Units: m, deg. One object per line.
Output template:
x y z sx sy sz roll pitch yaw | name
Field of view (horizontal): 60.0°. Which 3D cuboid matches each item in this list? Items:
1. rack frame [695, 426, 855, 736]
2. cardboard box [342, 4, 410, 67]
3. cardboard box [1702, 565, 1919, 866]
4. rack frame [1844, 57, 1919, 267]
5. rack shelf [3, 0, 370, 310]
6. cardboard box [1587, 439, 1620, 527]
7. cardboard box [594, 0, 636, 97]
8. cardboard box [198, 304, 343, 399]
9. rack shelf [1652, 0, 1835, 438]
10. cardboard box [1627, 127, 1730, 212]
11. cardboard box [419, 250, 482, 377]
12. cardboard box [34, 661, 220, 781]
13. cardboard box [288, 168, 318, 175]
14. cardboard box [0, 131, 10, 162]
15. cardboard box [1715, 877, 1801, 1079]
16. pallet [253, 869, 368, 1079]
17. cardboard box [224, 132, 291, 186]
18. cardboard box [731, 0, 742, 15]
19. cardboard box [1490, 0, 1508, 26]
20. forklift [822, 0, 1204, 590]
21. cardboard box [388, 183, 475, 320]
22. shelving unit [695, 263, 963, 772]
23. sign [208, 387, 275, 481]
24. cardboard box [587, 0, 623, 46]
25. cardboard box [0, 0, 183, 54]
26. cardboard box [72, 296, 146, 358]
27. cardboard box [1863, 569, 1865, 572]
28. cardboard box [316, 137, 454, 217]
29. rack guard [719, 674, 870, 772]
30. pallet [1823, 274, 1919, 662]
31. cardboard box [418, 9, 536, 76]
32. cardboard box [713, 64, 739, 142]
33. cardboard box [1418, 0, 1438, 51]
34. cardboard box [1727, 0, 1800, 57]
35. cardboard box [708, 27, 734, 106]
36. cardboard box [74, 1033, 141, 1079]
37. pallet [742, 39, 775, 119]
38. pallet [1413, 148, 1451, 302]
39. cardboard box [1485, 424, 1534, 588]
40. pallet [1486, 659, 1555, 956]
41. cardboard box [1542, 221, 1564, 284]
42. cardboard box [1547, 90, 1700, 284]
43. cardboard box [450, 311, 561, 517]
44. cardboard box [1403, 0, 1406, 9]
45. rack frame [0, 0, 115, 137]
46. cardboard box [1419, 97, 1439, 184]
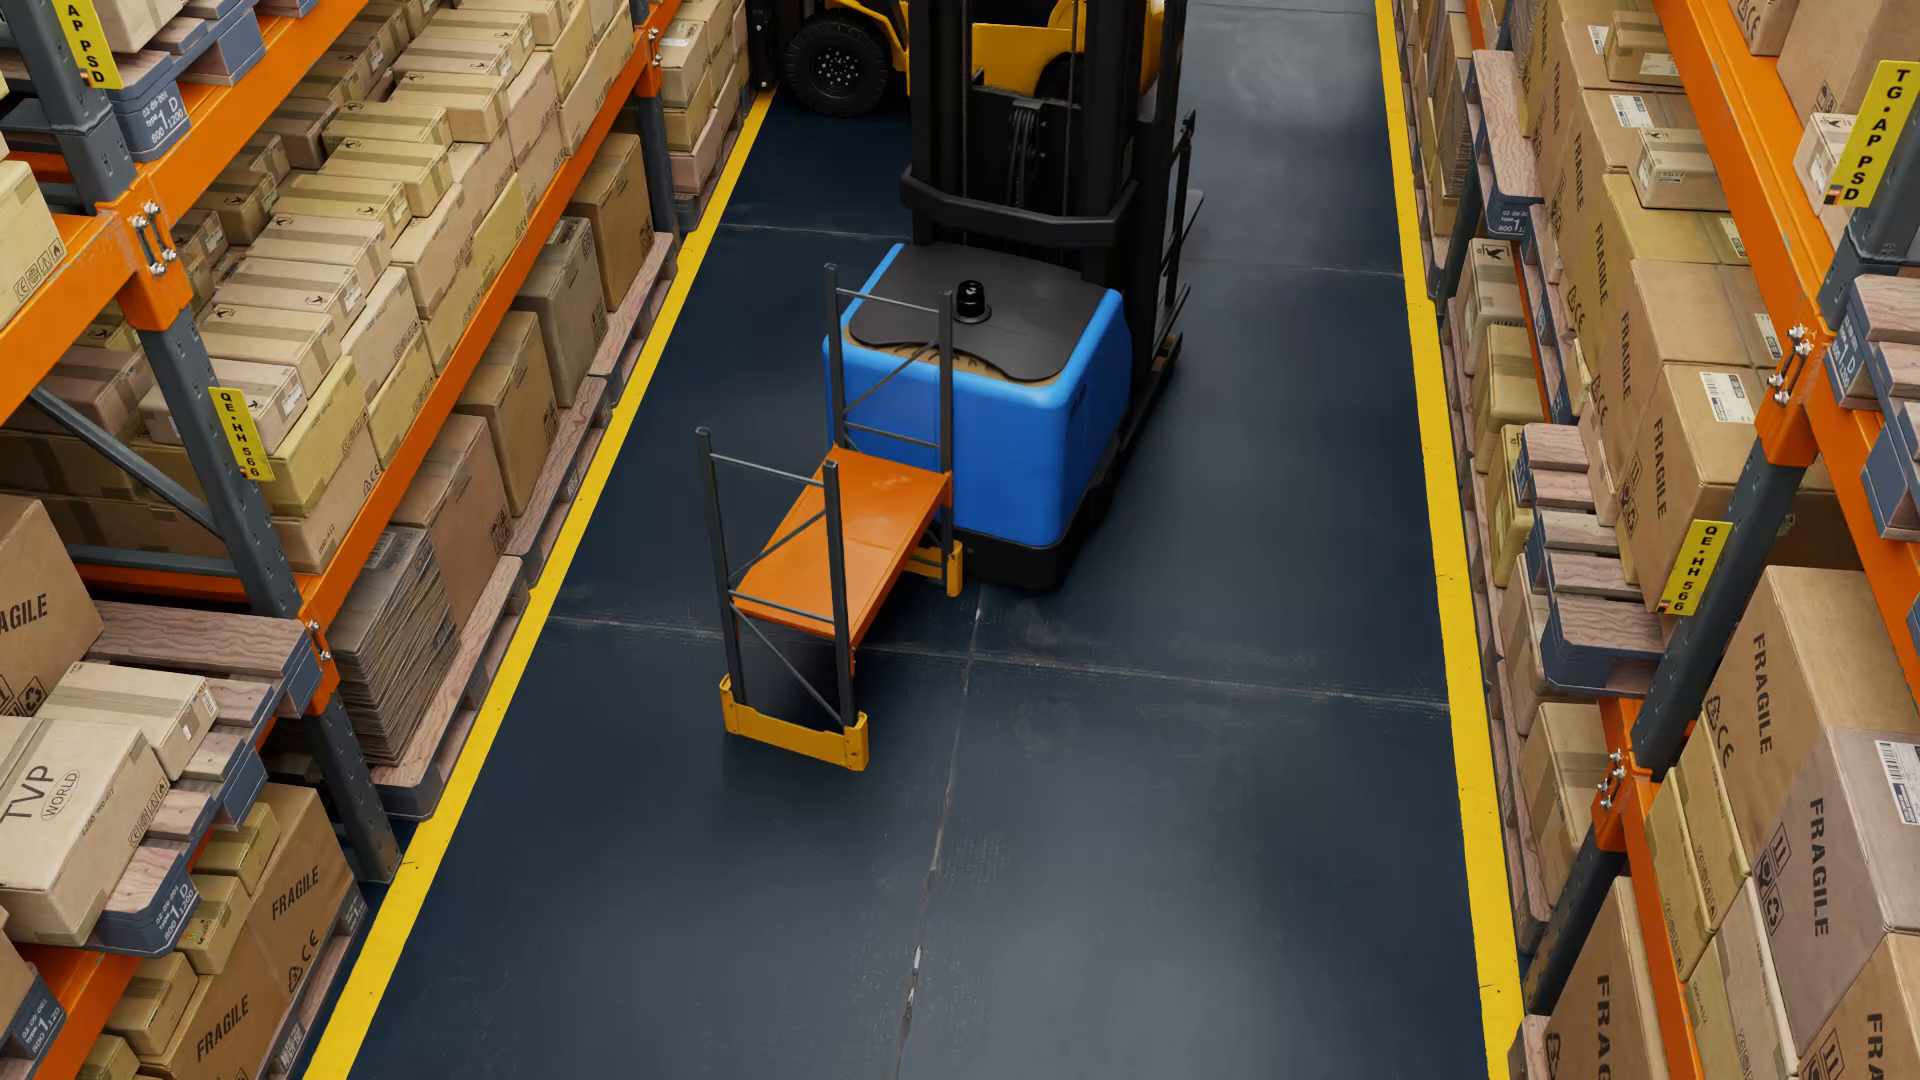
-0.630 0.242 5.903 0.500 1.500 0.032 15 45 15 | rack frame
-2.446 -2.027 6.665 0.380 0.149 0.250 5 44 5 | cardboard box
2.090 0.423 3.822 0.500 0.500 0.500 4 44 4 | cardboard box
2.398 -1.670 2.469 1.000 3.000 0.127 5 44 6 | rack frame
-2.259 -2.132 5.661 1.077 0.370 4.000 5 44 6 | rack shelf
2.160 -0.163 5.118 0.380 0.149 0.250 5 44 5 | cardboard box
-1.802 -2.245 7.548 0.500 0.250 0.500 6 44 6 | cardboard box
-2.155 -0.585 5.142 0.380 0.149 0.250 6 44 6 | cardboard box
2.662 -1.683 5.187 1.077 0.370 4.000 5 44 6 | rack shelf
2.334 -1.165 5.232 0.380 0.149 0.250 3 44 4 | cardboard box
-2.090 -0.860 6.086 0.500 0.250 0.500 4 44 4 | cardboard box
-2.230 0.481 4.438 0.380 0.149 0.250 6 44 6 | cardboard box
-2.530 -1.431 6.325 0.500 0.250 0.500 4 44 5 | cardboard box
-2.331 -0.857 3.610 0.380 0.149 0.250 6 44 6 | cardboard box
2.016 1.056 3.699 0.500 0.250 0.500 6 44 7 | cardboard box
-2.659 1.577 5.431 1.003 0.211 1.213 5 44 6 | pallet
-2.637 -1.334 5.933 0.380 0.149 0.250 5 44 5 | cardboard box
-1.487 -3.173 9.386 0.500 0.250 0.500 7 44 7 | cardboard box
2.739 -2.688 7.618 0.500 0.500 0.500 4 44 4 | cardboard box
0.443 -1.881 7.105 1.130 2.935 3.031 15 45 15 | forklift
-2.068 -1.044 5.916 0.500 0.250 0.500 4 44 4 | cardboard box
-0.451 -0.078 6.242 0.587 1.500 1.083 15 45 15 | shelving unit
-1.984 -0.289 4.589 0.100 0.325 0.005 5 44 6 | sign
-1.806 -2.436 7.386 0.500 0.250 0.500 4 44 5 | cardboard box
-2.176 -1.344 4.098 0.380 0.166 0.250 5 44 5 | cardboard box
-2.757 -0.641 5.201 0.380 0.149 0.250 6 44 7 | cardboard box
2.687 -0.074 4.552 0.500 0.500 0.500 4 44 4 | cardboard box
-2.029 -1.283 5.879 0.380 0.149 0.250 6 44 6 | cardboard box
-0.629 0.695 6.334 0.587 0.250 0.087 15 45 15 | rack guard
2.365 -0.069 3.097 1.213 0.211 1.003 7 44 7 | pallet
-1.920 -1.982 6.617 0.380 0.149 0.250 4 44 5 | cardboard box
-1.550 -2.468 9.369 0.500 0.250 0.500 4 44 5 | cardboard box
2.933 -3.132 9.525 0.500 0.500 0.500 6 44 6 | cardboard box
2.571 -1.661 4.566 0.797 0.503 0.637 5 44 6 | cardboard box
-1.560 -2.647 9.195 0.500 0.250 0.500 5 44 5 | cardboard box
-2.501 1.479 4.547 0.380 0.149 0.250 6 44 7 | cardboard box
-1.689 -3.026 10.292 1.003 0.211 1.213 5 44 6 | pallet
2.980 -1.666 8.856 1.003 0.211 1.213 5 44 6 | pallet
2.678 -0.094 6.774 0.950 0.372 0.625 7 44 7 | cardboard box
2.502 0.988 6.053 1.003 0.211 1.213 5 44 6 | pallet
2.340 -1.046 6.050 0.380 0.149 0.250 7 44 7 | cardboard box
2.378 -1.193 5.734 0.500 0.500 0.500 4 44 4 | cardboard box
-2.260 -0.560 7.081 0.875 0.625 0.625 4 44 4 | cardboard box
3.074 -3.574 10.537 0.500 0.250 0.500 5 44 5 | cardboard box
-2.523 -2.119 2.943 1.000 3.000 0.127 5 44 6 | rack frame
2.799 -2.163 9.047 0.500 0.250 0.500 4 44 4 | cardboard box
